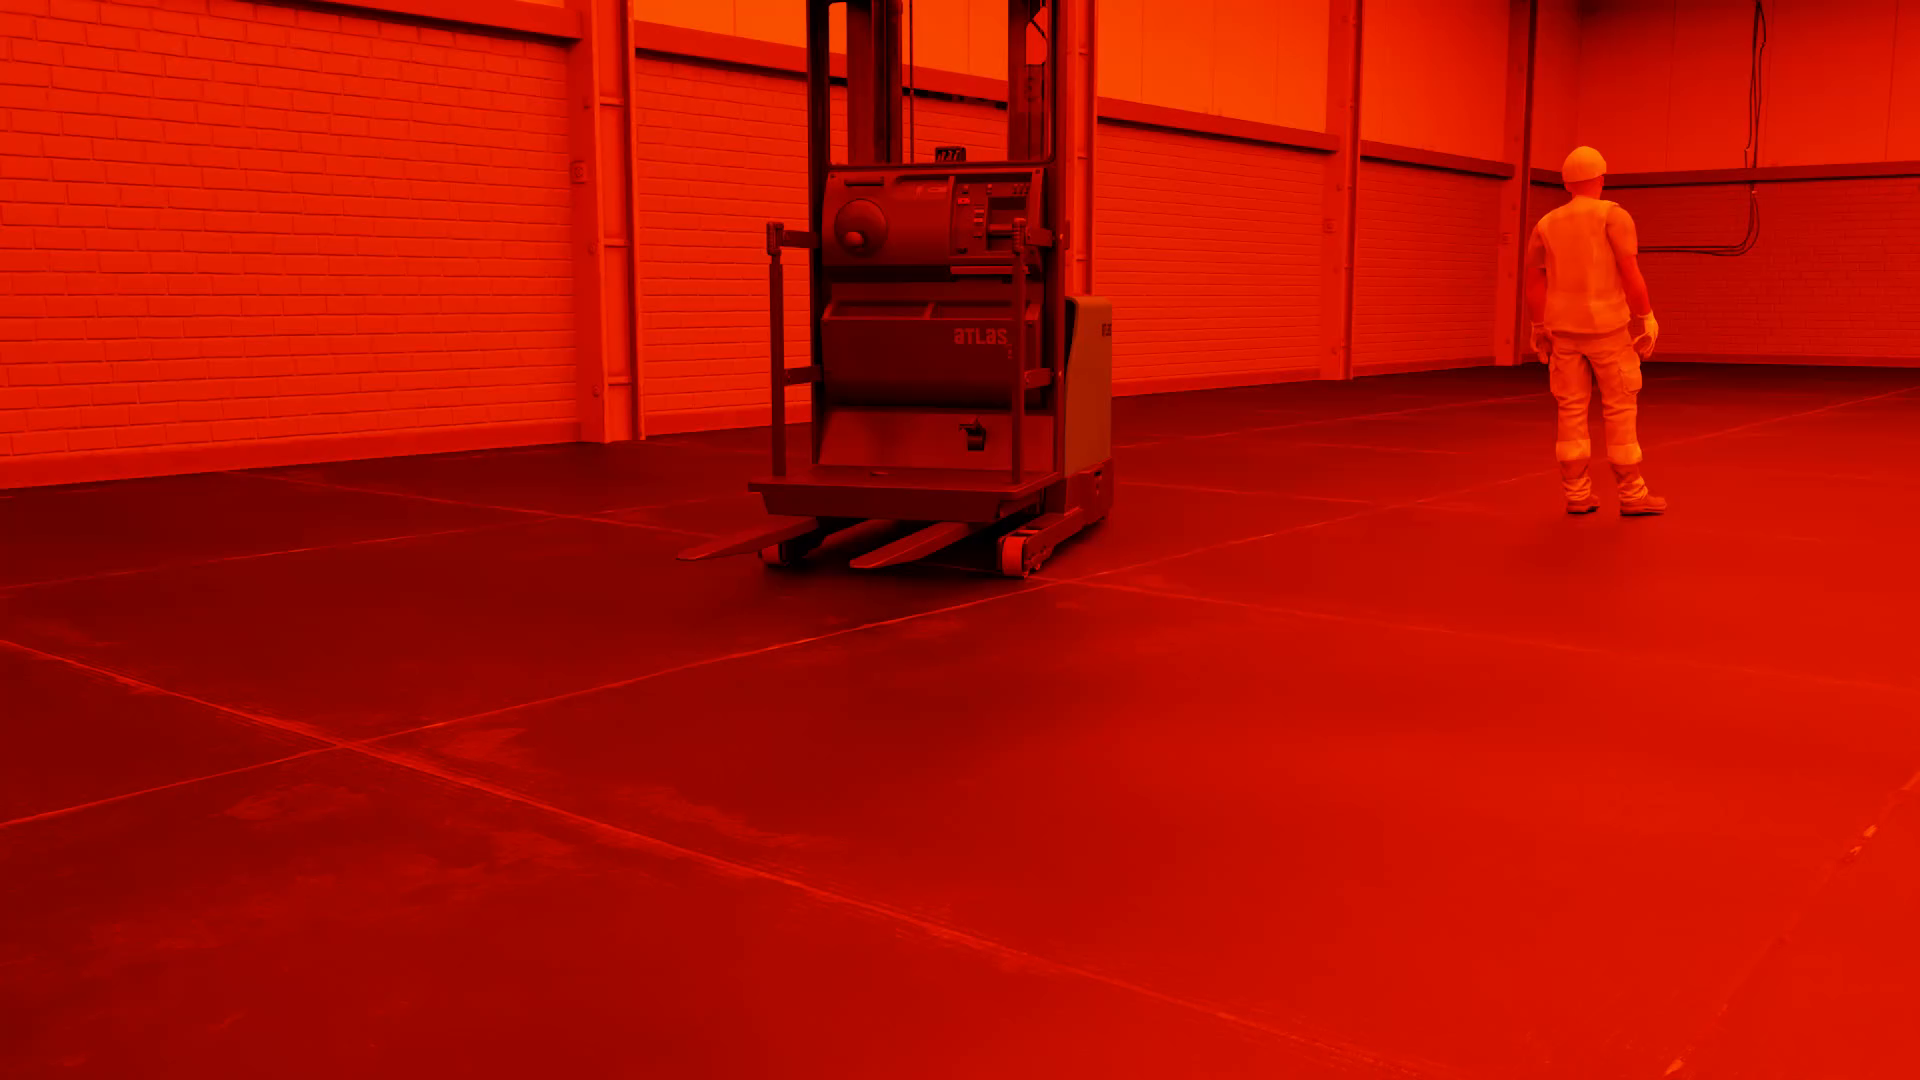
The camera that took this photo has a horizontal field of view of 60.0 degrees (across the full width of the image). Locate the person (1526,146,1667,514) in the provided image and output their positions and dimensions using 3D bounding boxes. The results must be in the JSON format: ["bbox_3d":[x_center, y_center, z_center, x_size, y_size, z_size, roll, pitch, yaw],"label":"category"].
[{"bbox_3d":[3.160,-1.034,8.245,0.562,1.789,0.637,-8,11,-42],"label":"person"}]

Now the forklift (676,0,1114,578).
[{"bbox_3d":[-0.176,-1.366,6.616,1.130,2.935,3.031,3,9,17],"label":"forklift"}]
